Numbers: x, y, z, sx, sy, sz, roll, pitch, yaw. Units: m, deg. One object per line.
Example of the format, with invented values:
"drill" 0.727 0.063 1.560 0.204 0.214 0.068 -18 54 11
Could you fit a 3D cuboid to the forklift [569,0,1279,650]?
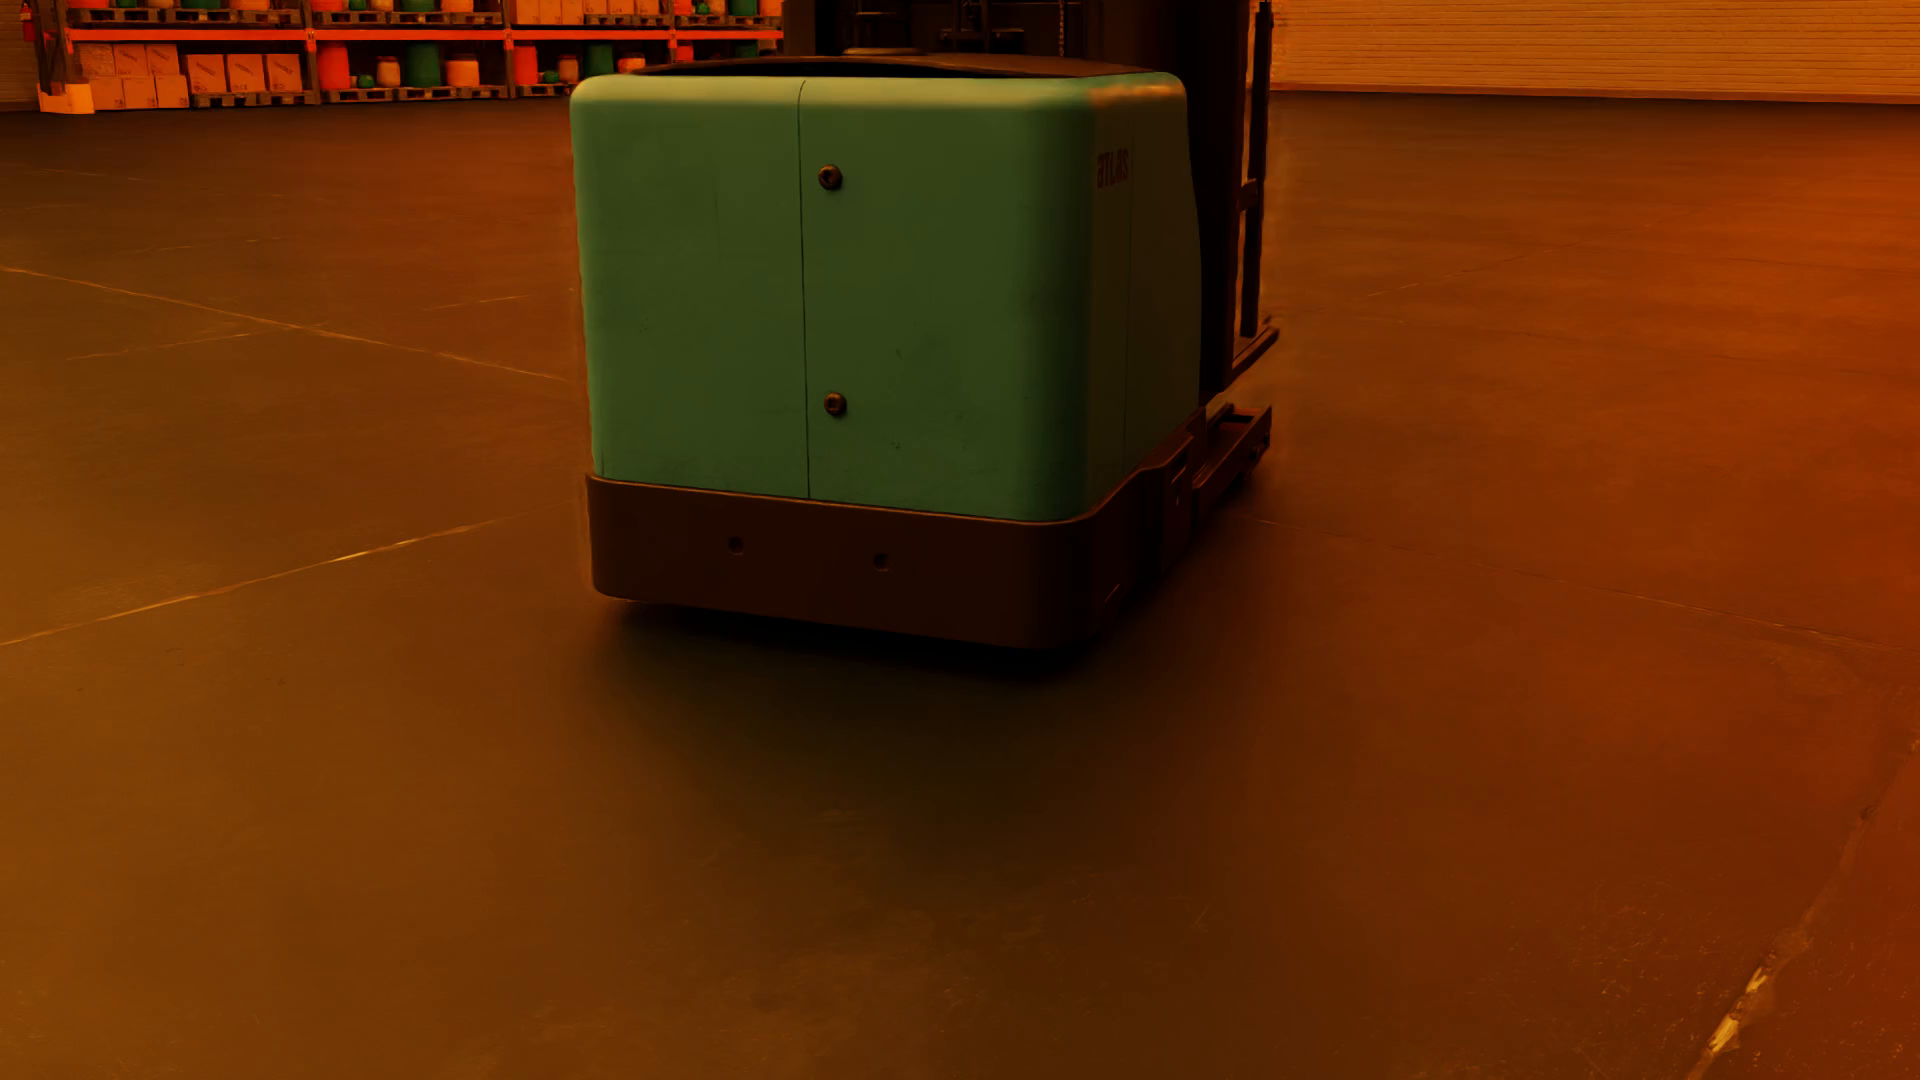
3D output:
"forklift" 0.231 -1.589 4.132 1.130 2.935 3.031 6 18 19
